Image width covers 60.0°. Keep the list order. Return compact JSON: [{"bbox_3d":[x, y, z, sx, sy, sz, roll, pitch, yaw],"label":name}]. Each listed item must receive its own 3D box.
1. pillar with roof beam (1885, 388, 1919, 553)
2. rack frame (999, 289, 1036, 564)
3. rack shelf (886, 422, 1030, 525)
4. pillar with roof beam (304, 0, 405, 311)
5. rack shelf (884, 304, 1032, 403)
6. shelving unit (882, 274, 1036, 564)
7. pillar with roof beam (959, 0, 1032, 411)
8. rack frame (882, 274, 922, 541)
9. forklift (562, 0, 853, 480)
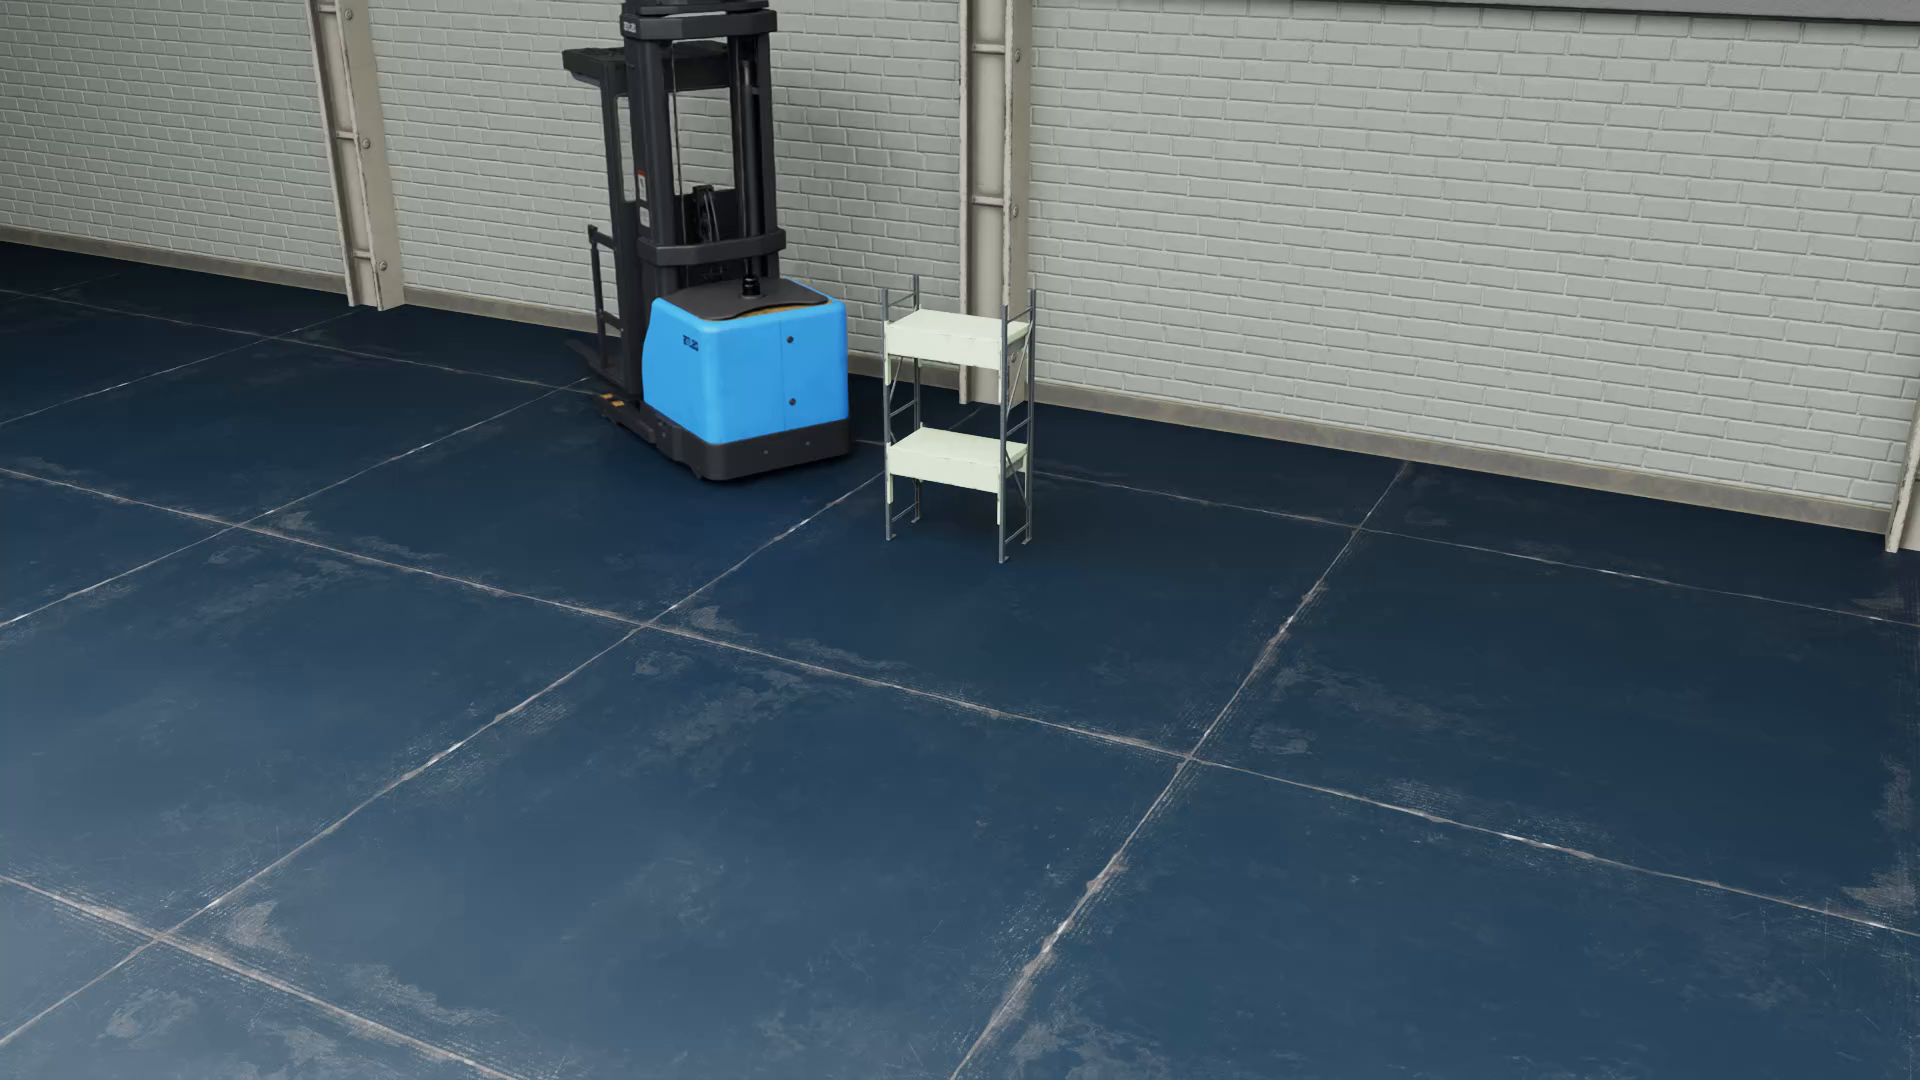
[{"bbox_3d":[3.649,-2.593,4.348,0.400,9.000,9.100,11,25,25],"label":"pillar with roof beam"},{"bbox_3d":[0.321,-0.627,9.307,0.023,1.500,0.400,11,25,25],"label":"rack frame"},{"bbox_3d":[-0.006,-0.391,9.587,0.720,0.370,0.431,11,25,25],"label":"rack shelf"},{"bbox_3d":[-7.060,-4.712,9.331,0.400,9.000,9.100,11,25,25],"label":"pillar with roof beam"},{"bbox_3d":[-0.006,-1.050,9.306,0.720,0.370,0.431,11,25,25],"label":"rack shelf"},{"bbox_3d":[-0.006,-0.691,9.459,0.755,1.500,0.431,11,25,25],"label":"shelving unit"},{"bbox_3d":[-1.705,-3.652,6.839,0.400,9.000,9.100,11,25,25],"label":"pillar with roof beam"},{"bbox_3d":[-0.333,-0.756,9.611,0.023,1.500,0.400,11,25,25],"label":"rack frame"},{"bbox_3d":[-1.935,-2.248,11.290,1.130,2.935,3.031,-14,27,-30],"label":"forklift"}]
